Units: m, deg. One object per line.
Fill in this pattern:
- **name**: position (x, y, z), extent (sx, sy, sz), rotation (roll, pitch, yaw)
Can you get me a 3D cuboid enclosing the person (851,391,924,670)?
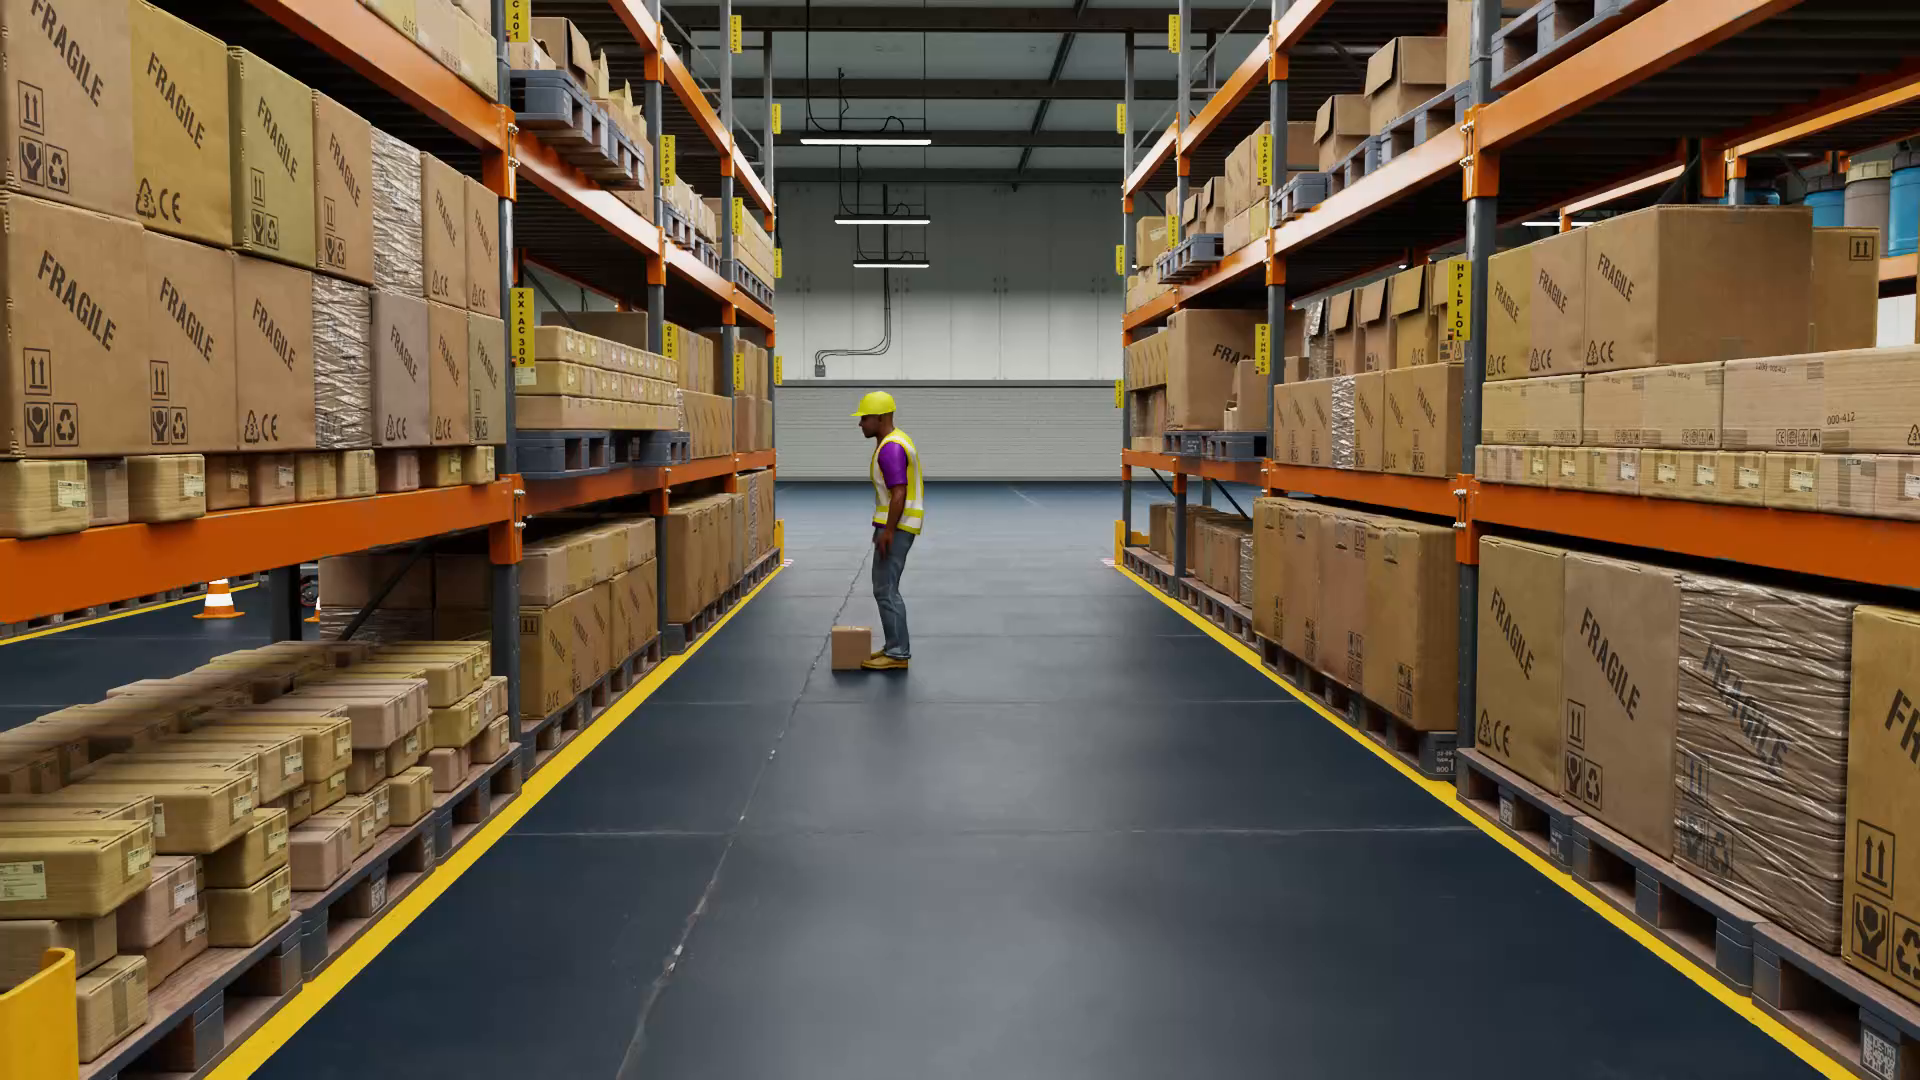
- **person**: position (-0.463, -0.065, 10.605), extent (0.460, 1.760, 0.631), rotation (0, 4, -4)
